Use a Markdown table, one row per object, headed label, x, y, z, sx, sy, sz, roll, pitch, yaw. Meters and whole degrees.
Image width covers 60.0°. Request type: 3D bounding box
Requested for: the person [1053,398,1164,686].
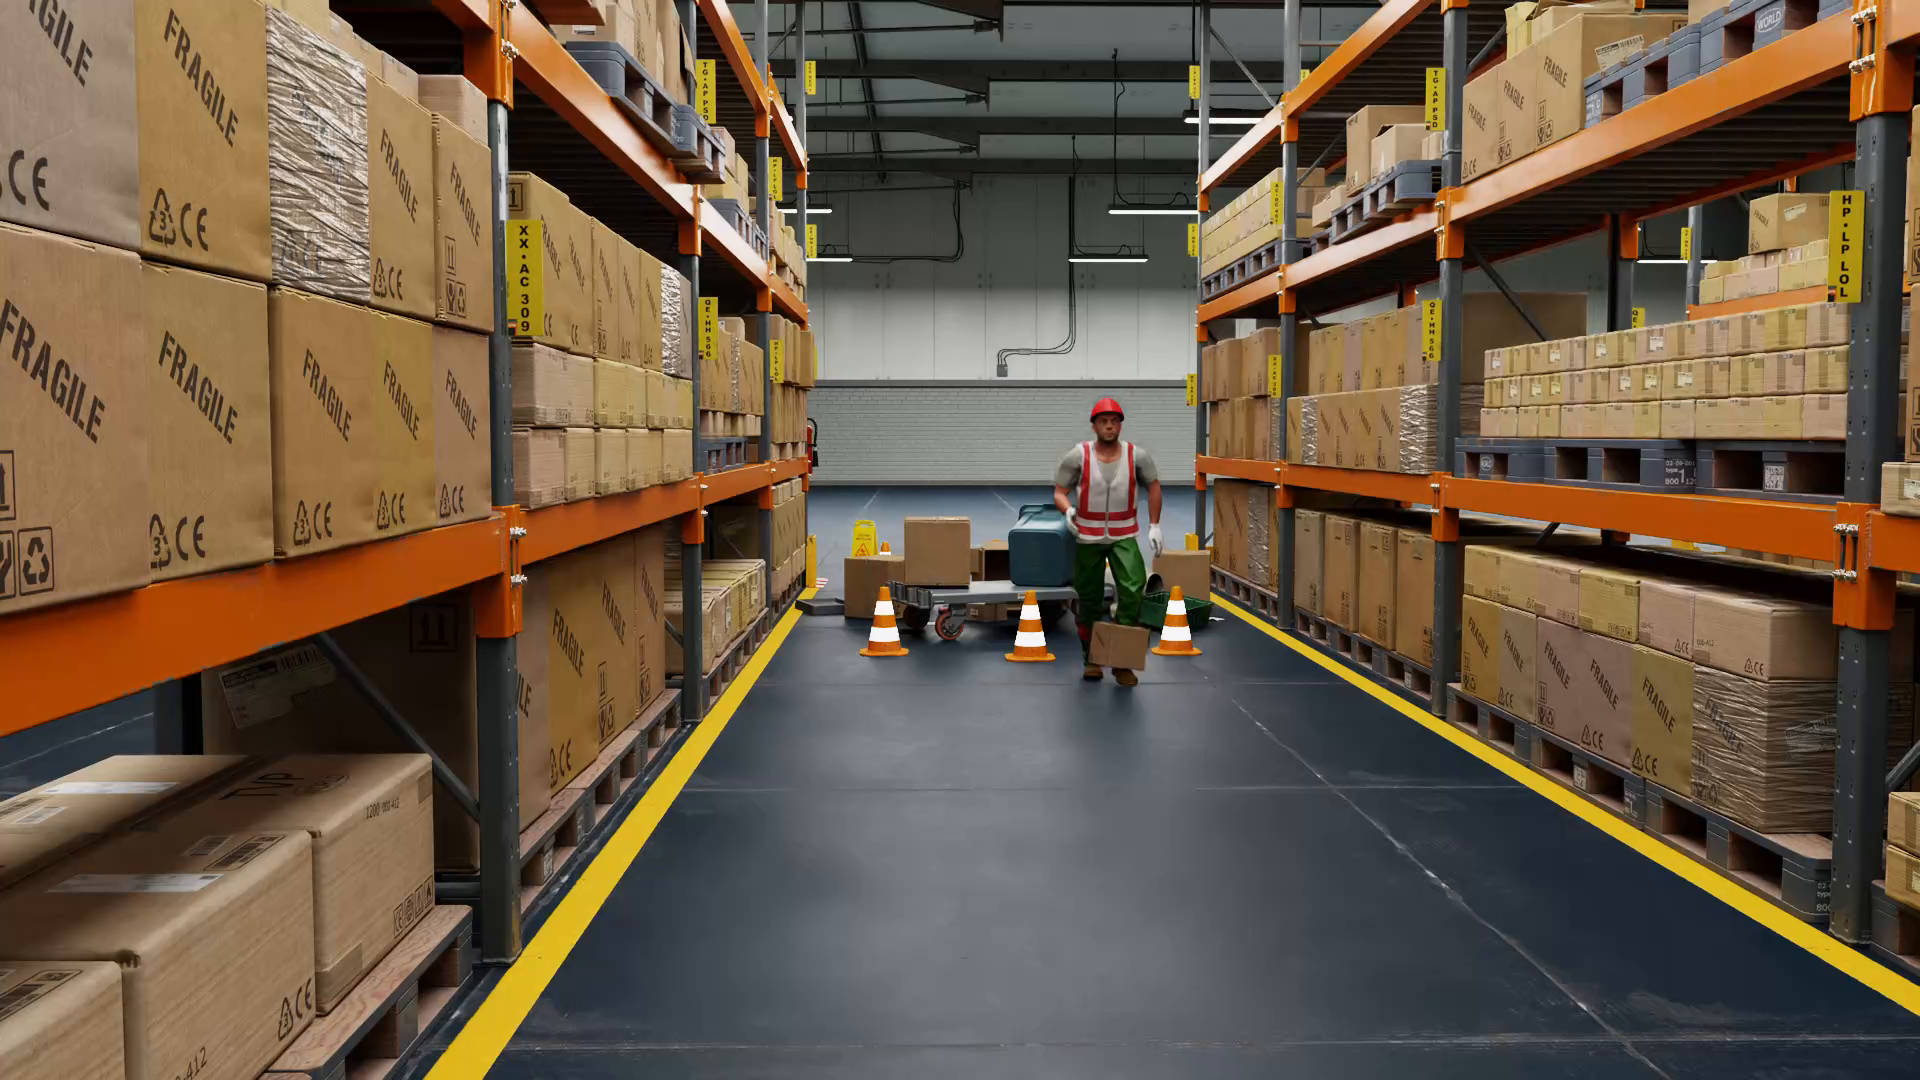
| label | x | y | z | sx | sy | sz | roll | pitch | yaw |
| --- | --- | --- | --- | --- | --- | --- | --- | --- | --- |
| person | 0.916 | 0.005 | 10.182 | 0.692 | 1.746 | 0.735 | 0 | 4 | 3 |
